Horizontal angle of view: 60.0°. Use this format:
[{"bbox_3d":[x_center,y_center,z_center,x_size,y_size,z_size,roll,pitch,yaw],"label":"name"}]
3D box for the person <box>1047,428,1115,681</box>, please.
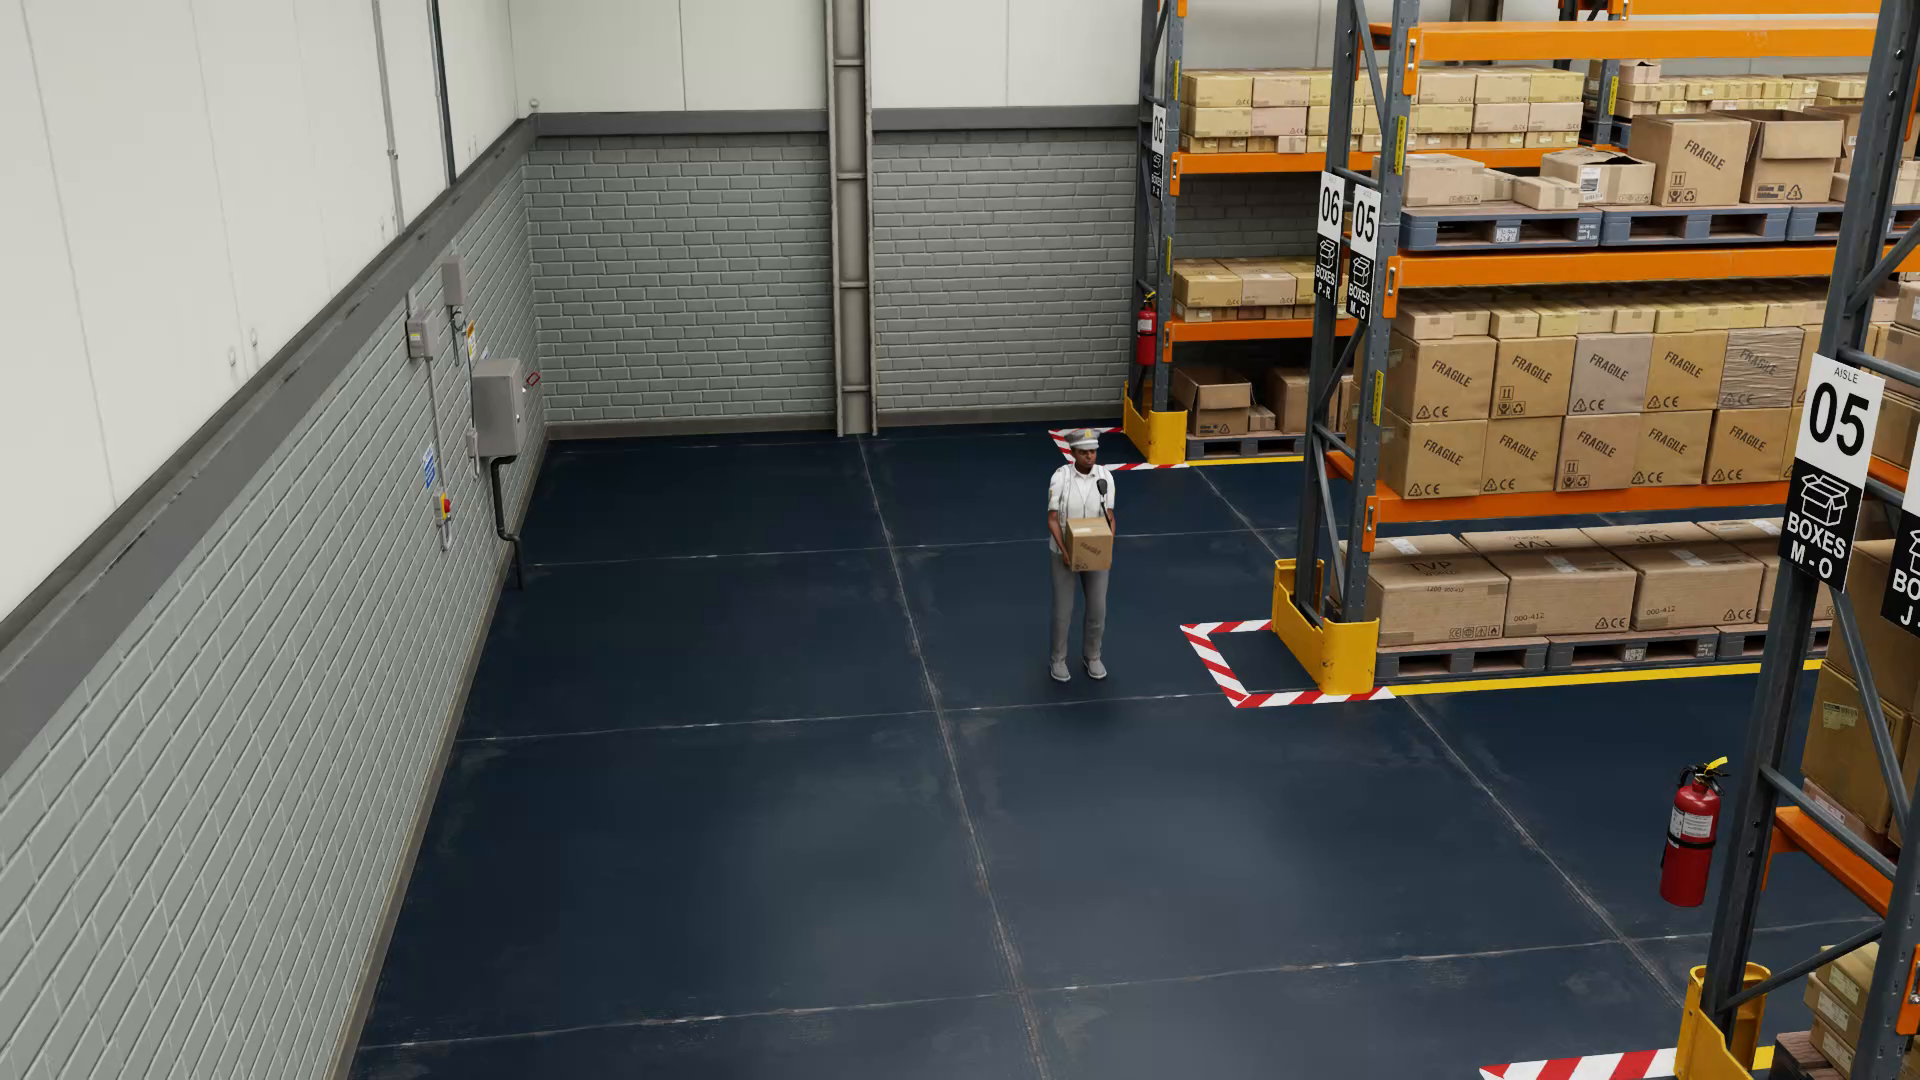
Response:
[{"bbox_3d":[0.788,0.107,10.748,0.451,1.687,0.535,-2,20,-7],"label":"person"}]
